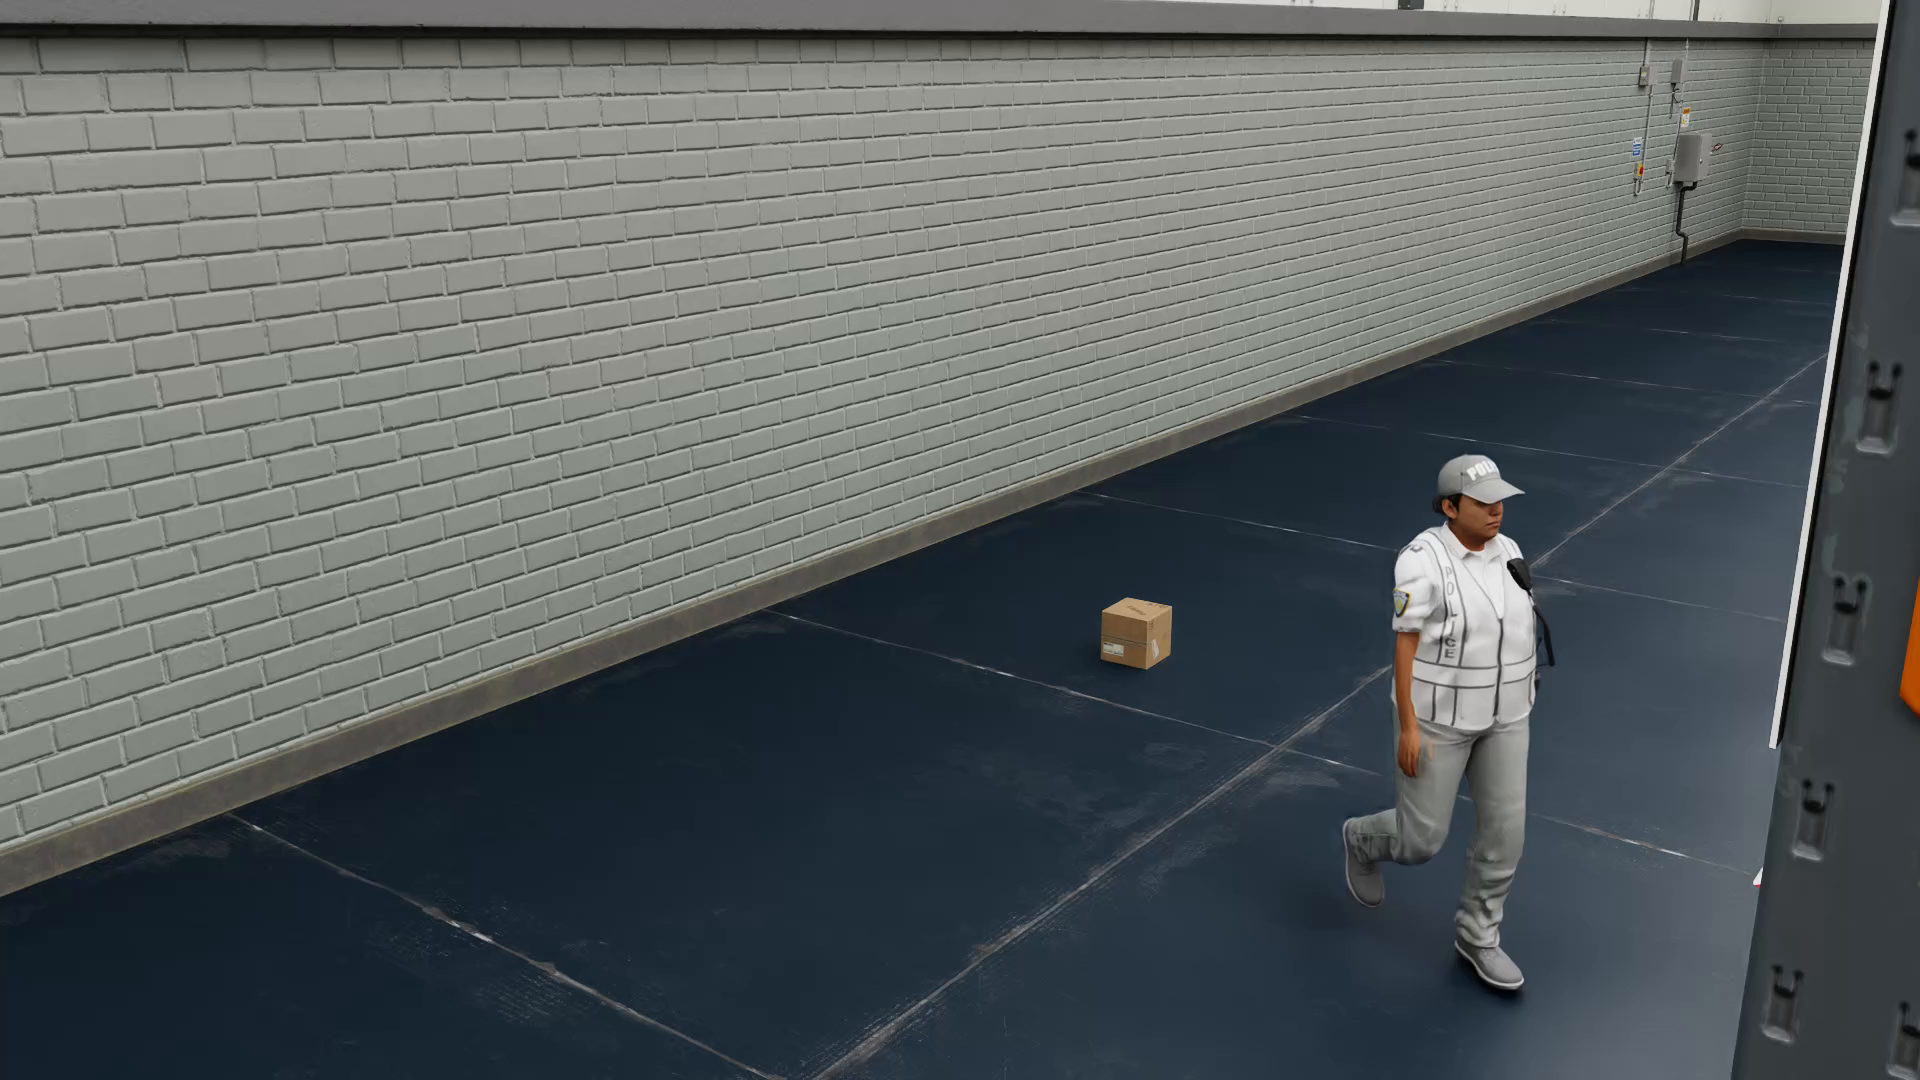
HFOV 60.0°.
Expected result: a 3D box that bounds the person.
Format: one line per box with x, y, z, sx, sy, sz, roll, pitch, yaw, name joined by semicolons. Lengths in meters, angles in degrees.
1.550;0.531;5.214;0.479;1.639;0.699;-5;17;-16;person
